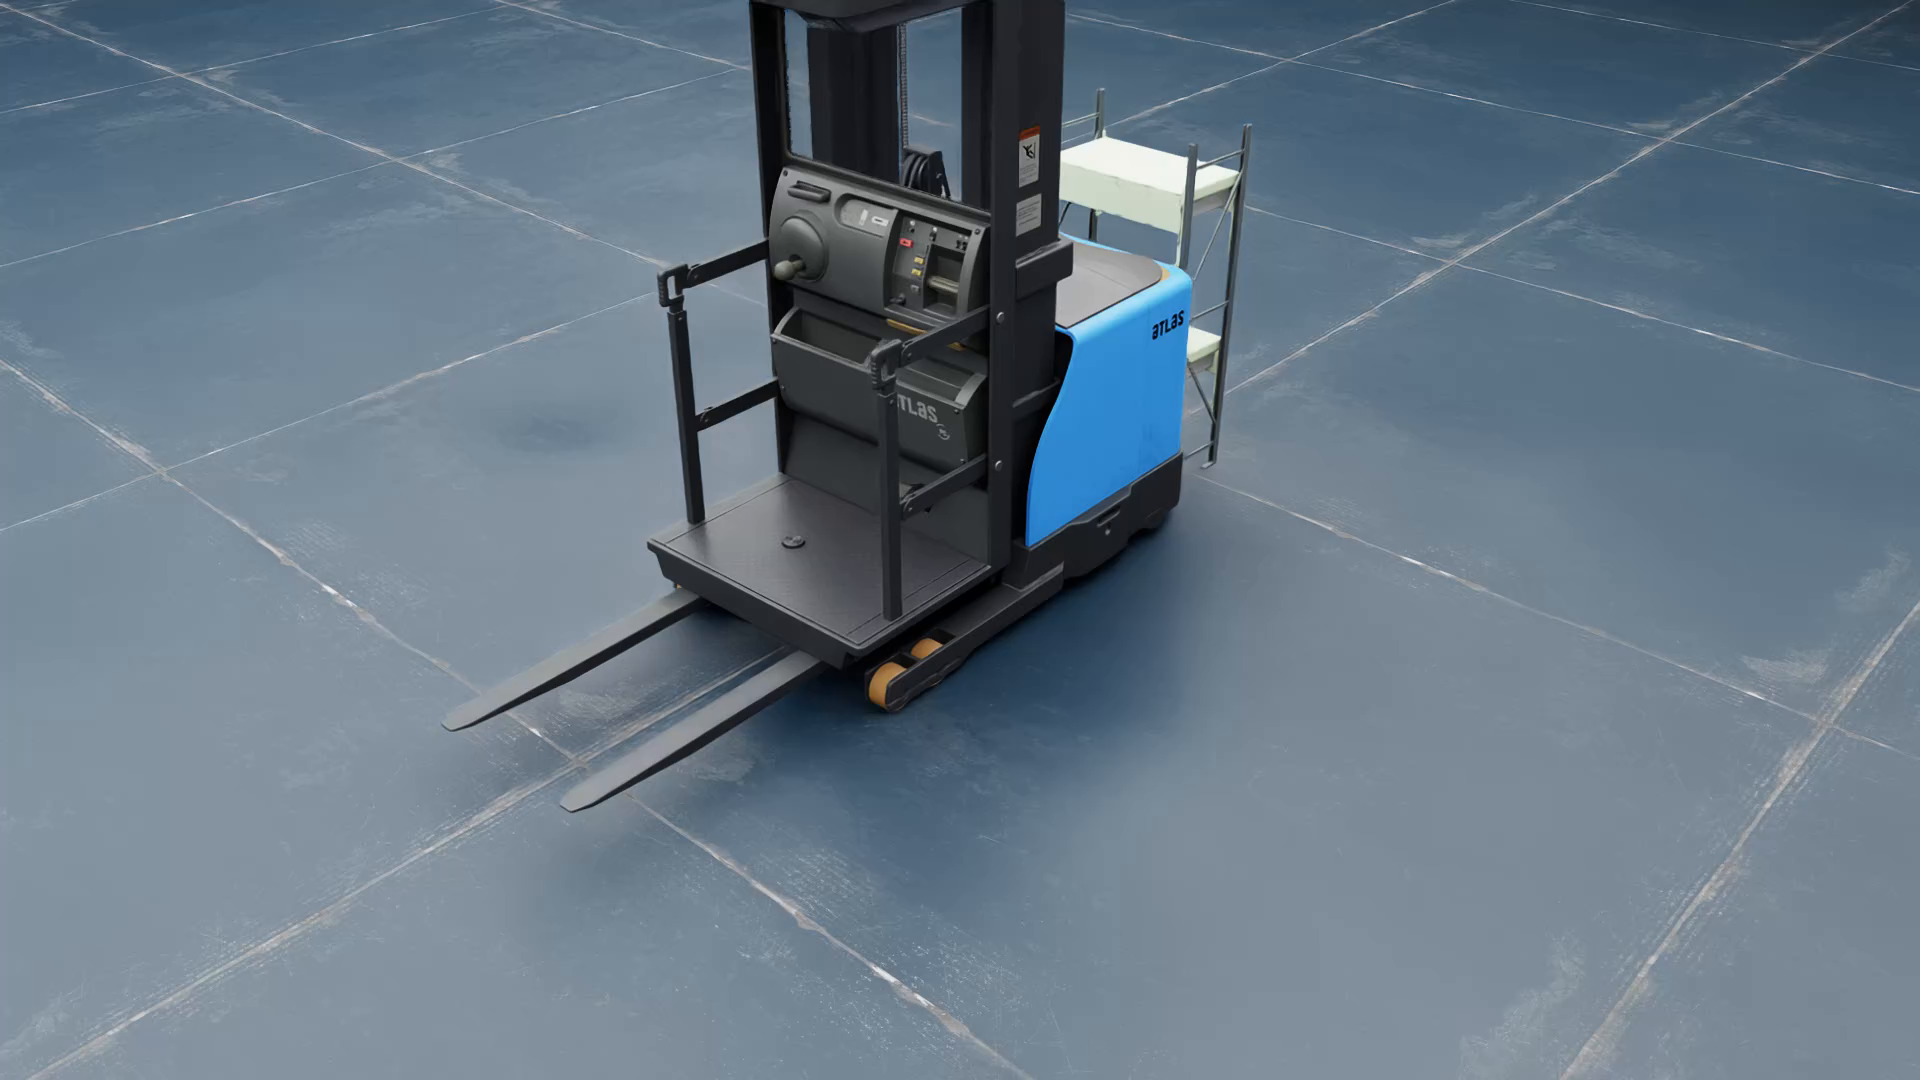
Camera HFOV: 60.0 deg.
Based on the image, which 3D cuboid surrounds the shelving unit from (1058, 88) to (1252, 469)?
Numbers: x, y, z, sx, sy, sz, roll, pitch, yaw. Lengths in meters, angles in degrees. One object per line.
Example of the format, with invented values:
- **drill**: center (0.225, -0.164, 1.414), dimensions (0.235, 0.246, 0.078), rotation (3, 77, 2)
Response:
- **shelving unit**: center (0.729, -1.050, 7.028), dimensions (0.755, 1.500, 0.431), rotation (25, 38, 35)

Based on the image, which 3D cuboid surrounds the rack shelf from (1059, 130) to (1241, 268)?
- **rack shelf**: center (0.736, -1.388, 6.833), dimensions (0.720, 0.370, 0.431), rotation (25, 38, 35)

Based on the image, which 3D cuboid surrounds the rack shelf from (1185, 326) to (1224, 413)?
- **rack shelf**: center (0.723, -0.767, 7.191), dimensions (0.720, 0.370, 0.431), rotation (25, 38, 35)

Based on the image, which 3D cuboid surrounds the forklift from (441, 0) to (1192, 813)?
- **forklift**: center (-0.431, -0.956, 5.496), dimensions (1.130, 2.935, 3.031), rotation (24, 38, 34)

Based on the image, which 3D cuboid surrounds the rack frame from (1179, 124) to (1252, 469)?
- **rack frame**: center (0.999, -0.923, 6.817), dimensions (0.023, 1.500, 0.400), rotation (25, 38, 35)

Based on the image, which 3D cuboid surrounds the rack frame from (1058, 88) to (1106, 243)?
- **rack frame**: center (0.458, -1.177, 7.239), dimensions (0.023, 1.500, 0.400), rotation (25, 38, 35)
